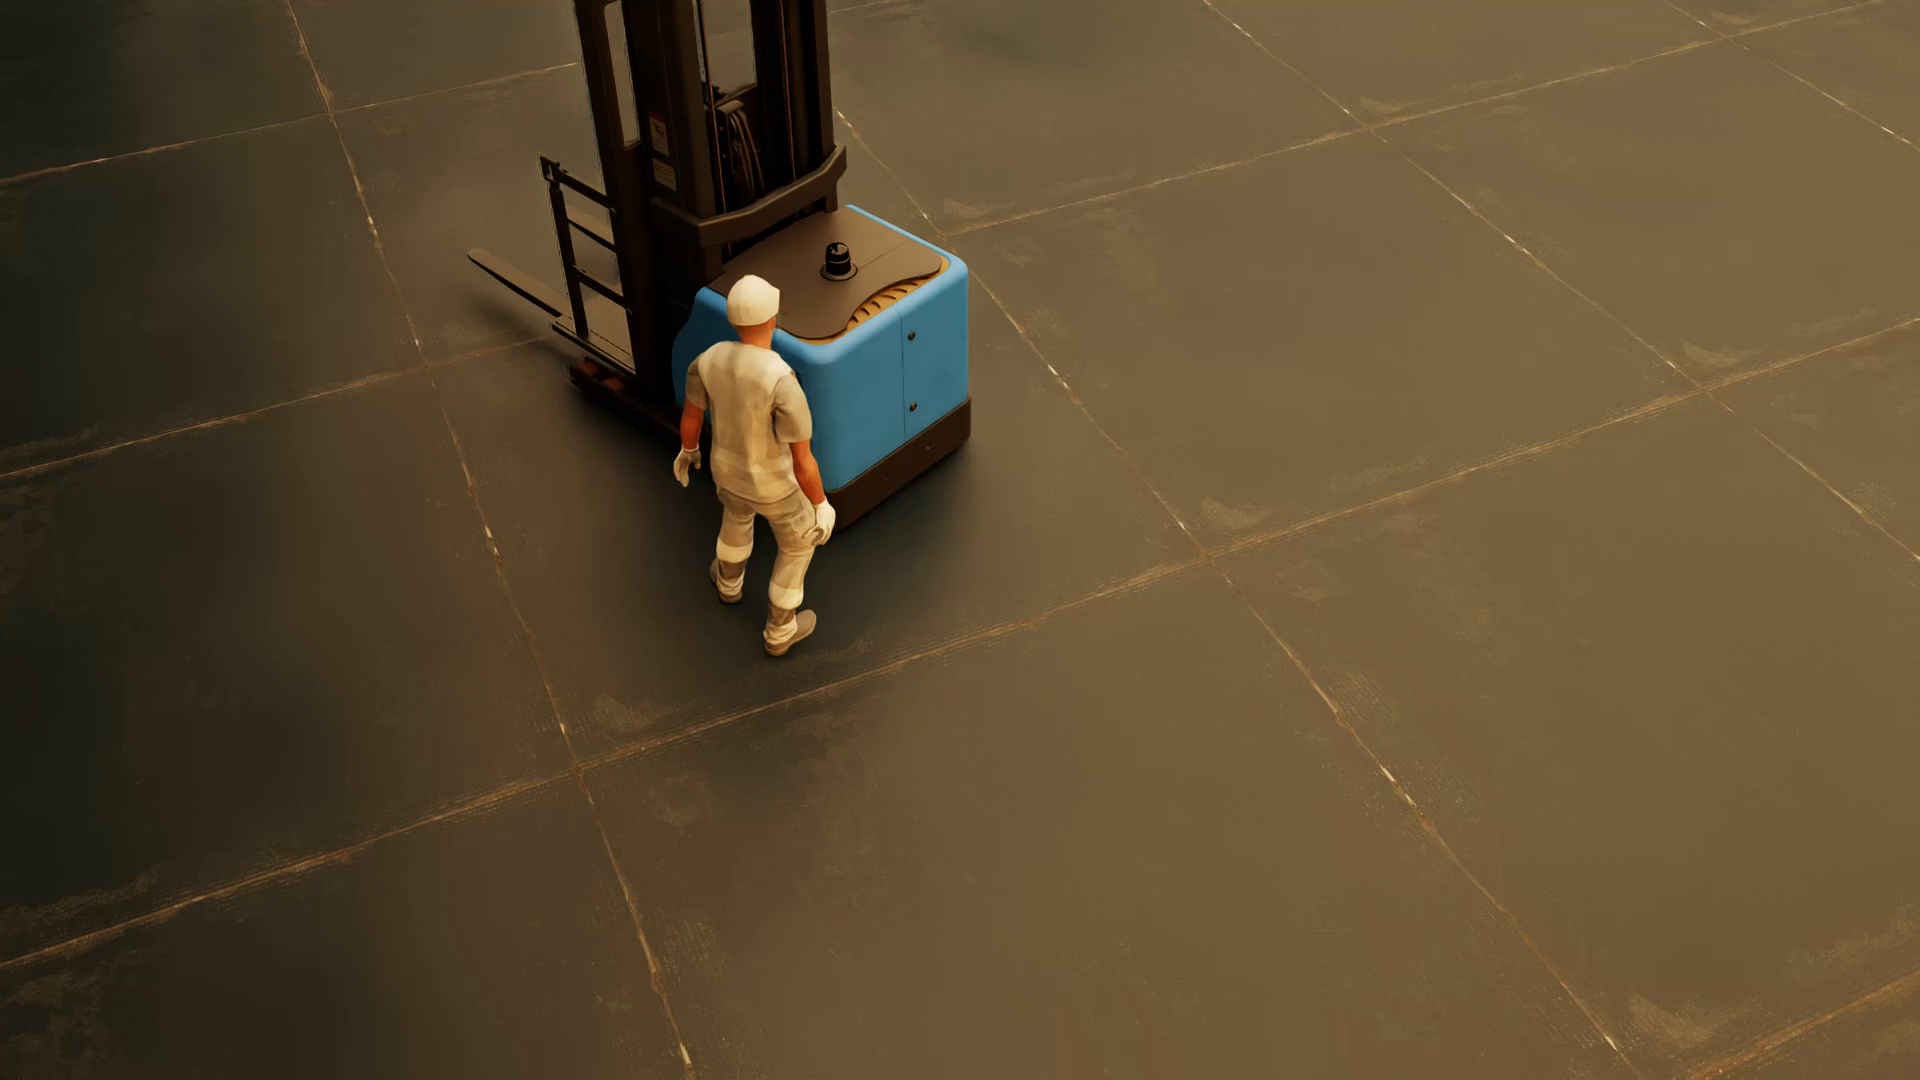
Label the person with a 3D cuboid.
[{"bbox_3d":[-0.817,-0.302,6.878,0.873,1.749,0.444,24,48,23],"label":"person"}]

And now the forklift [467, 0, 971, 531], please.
[{"bbox_3d":[-1.382,-1.984,7.806,3.031,2.935,1.130,31,51,29],"label":"forklift"}]
